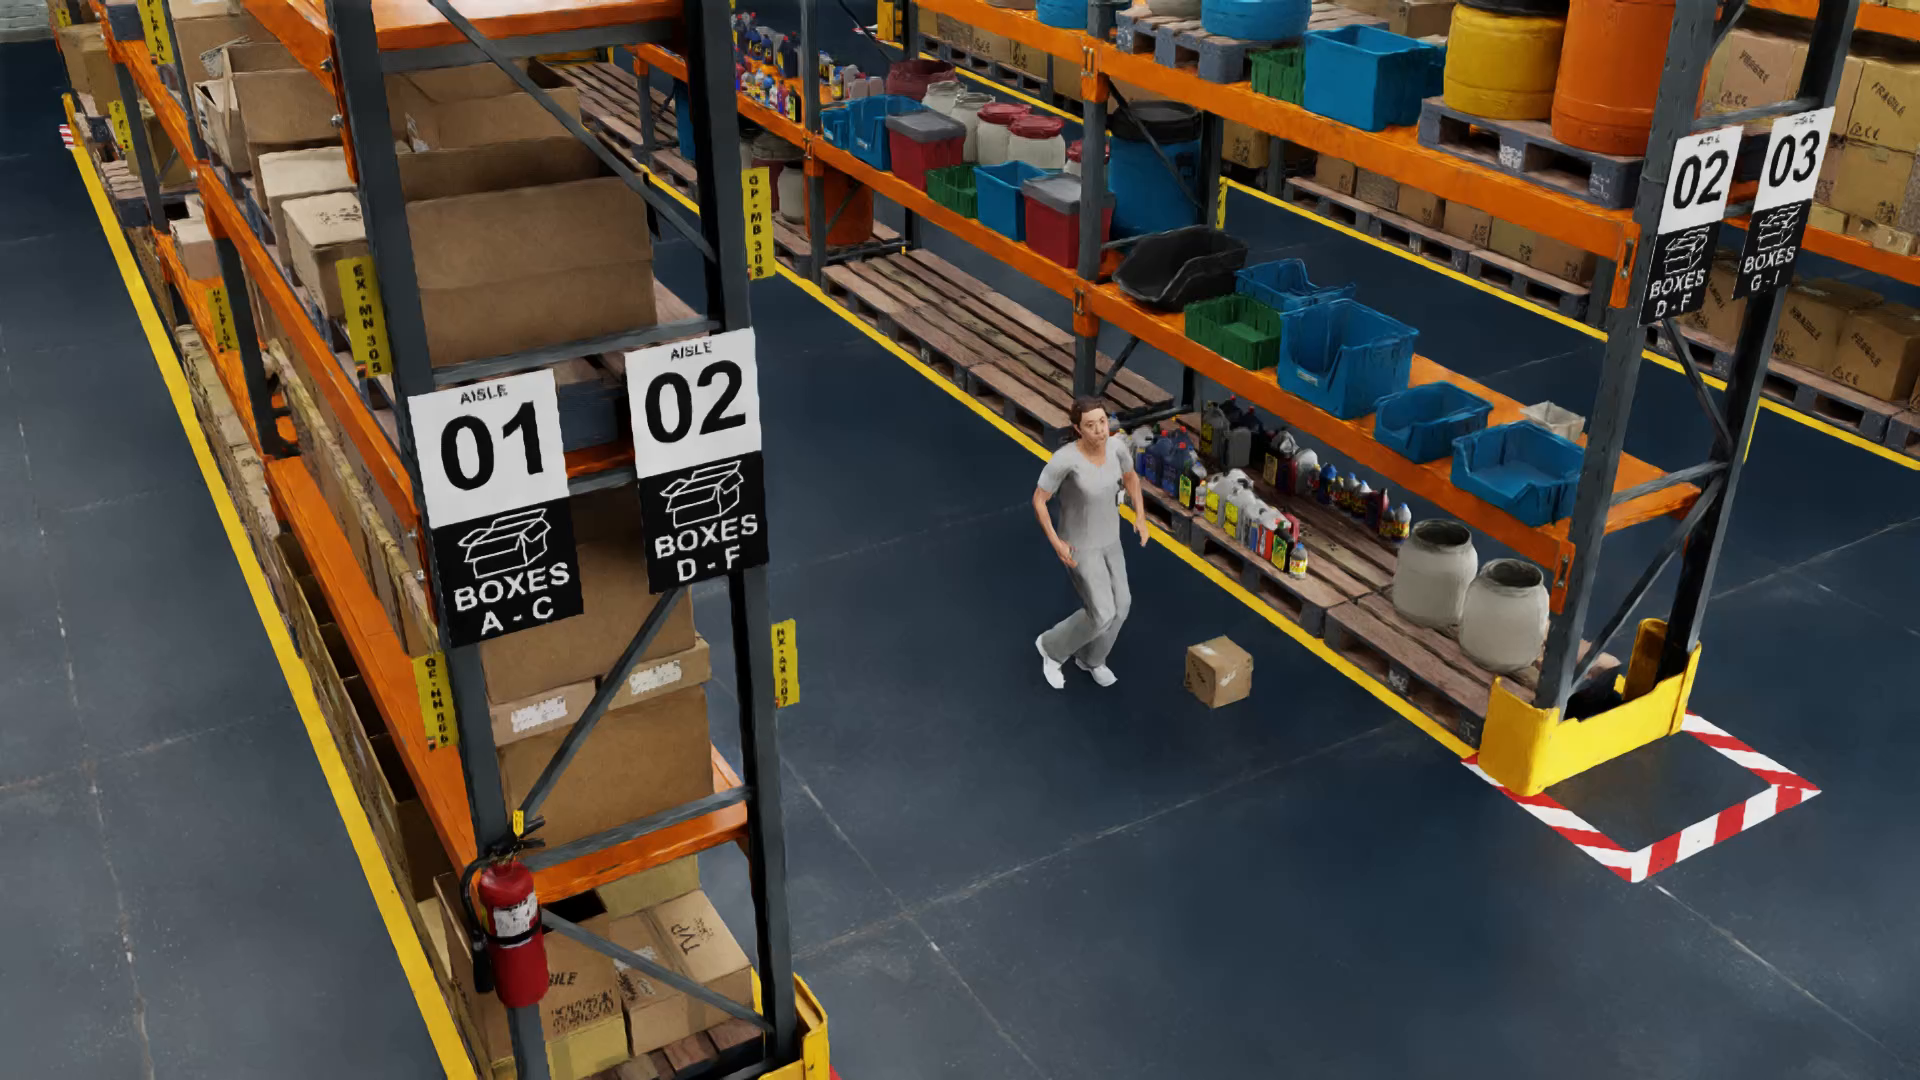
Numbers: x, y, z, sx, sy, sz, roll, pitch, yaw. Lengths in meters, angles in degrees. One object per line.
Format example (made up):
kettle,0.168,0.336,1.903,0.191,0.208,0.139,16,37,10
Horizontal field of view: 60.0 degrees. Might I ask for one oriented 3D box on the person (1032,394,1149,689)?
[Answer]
person,0.719,0.031,8.550,0.607,1.630,0.462,-23,36,-35
